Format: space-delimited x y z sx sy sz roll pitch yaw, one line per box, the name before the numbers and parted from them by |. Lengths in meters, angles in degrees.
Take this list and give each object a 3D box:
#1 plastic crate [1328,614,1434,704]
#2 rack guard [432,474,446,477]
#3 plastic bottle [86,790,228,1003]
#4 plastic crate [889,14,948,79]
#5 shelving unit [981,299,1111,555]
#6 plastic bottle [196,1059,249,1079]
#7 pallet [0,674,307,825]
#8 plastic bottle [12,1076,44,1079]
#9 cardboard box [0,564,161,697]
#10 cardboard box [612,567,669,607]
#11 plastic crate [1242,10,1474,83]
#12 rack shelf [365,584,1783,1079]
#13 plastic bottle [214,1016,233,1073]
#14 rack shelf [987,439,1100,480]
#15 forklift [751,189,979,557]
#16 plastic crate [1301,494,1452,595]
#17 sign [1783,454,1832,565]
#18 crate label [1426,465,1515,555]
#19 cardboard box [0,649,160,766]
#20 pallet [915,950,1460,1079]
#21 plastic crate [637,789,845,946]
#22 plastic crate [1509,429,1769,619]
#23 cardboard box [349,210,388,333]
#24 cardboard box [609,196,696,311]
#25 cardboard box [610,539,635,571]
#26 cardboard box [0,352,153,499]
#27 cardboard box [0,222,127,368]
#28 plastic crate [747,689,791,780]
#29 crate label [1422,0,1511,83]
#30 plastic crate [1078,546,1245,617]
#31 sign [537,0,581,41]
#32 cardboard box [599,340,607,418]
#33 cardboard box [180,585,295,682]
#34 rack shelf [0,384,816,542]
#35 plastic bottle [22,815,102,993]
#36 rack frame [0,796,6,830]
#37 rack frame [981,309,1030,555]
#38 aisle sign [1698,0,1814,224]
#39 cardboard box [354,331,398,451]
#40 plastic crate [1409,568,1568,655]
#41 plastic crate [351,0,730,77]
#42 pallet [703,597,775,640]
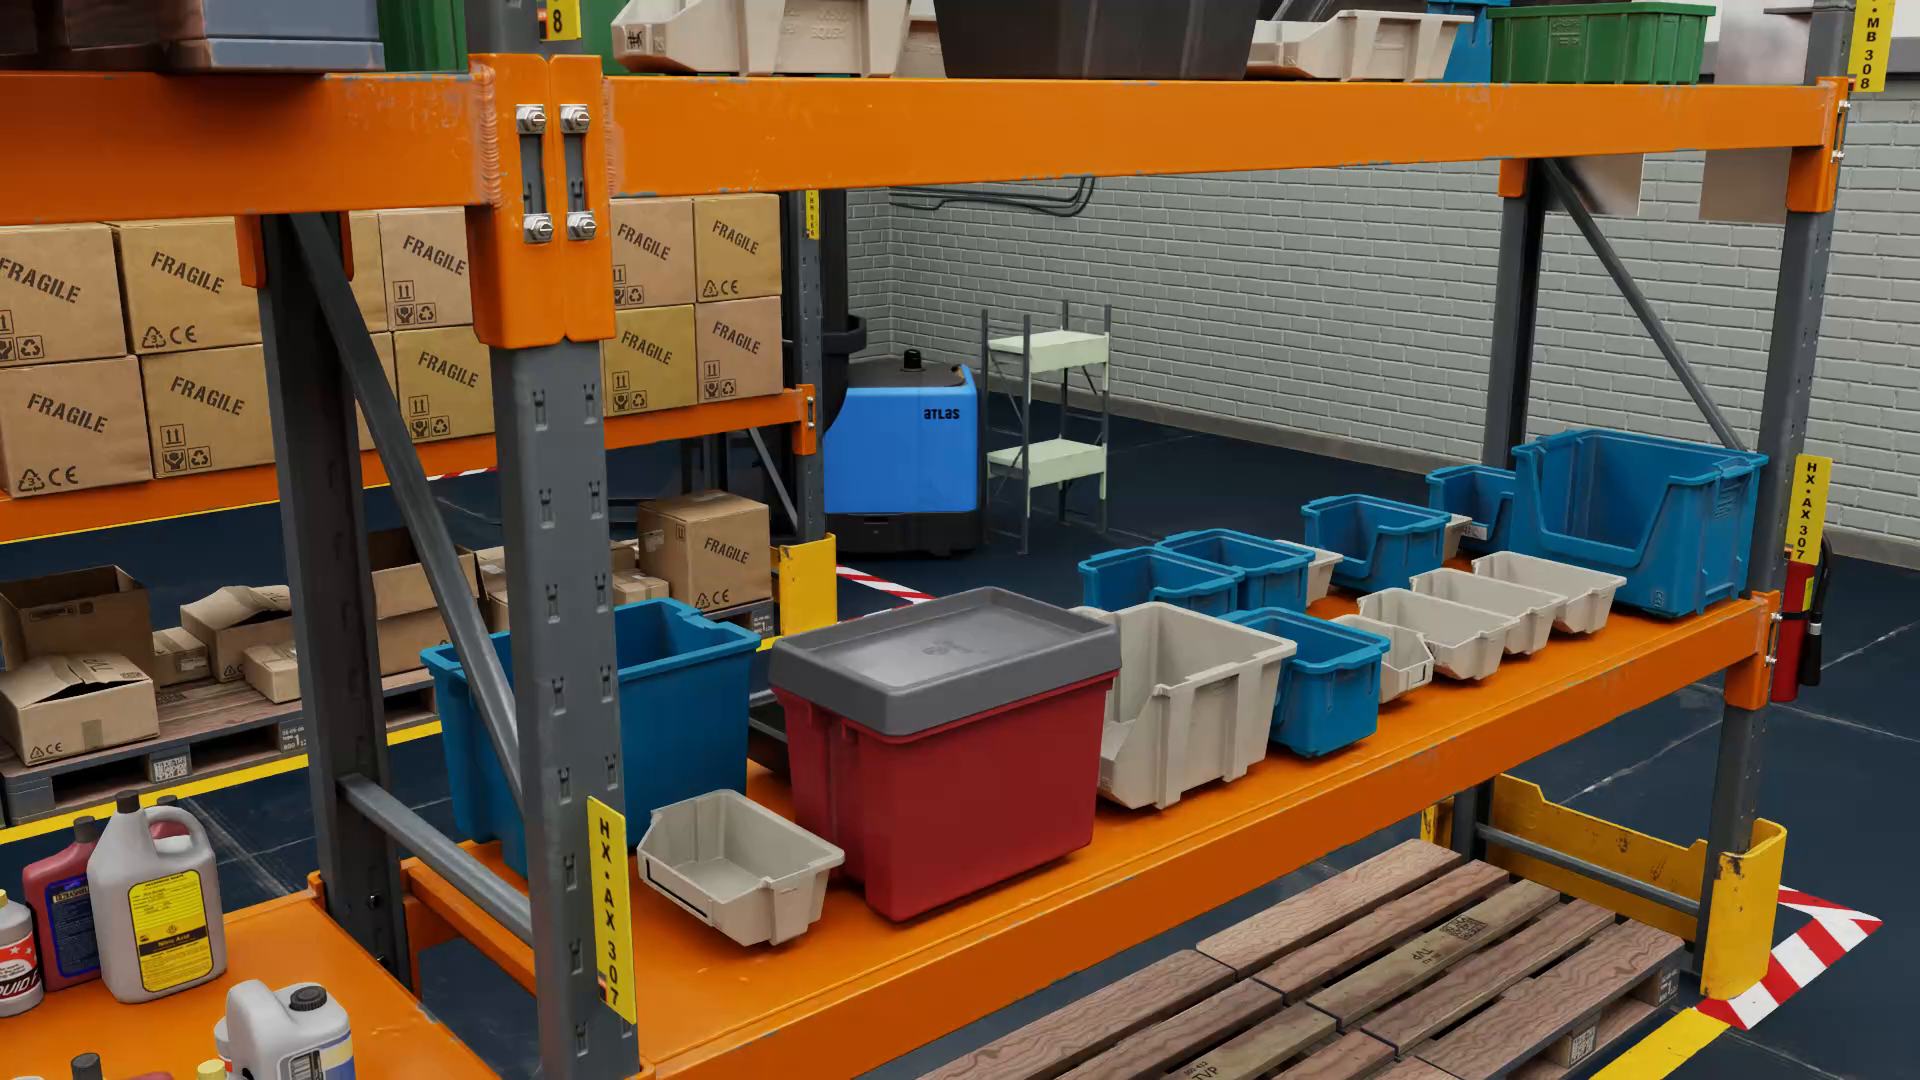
plastic crate | 1.026 0.307 4.182 0.250 0.136 0.298 -13 19 -39
rack guard | -4.330 -0.842 12.932 0.348 0.500 1.175 -13 19 -39
plastic bottle | -1.371 0.588 2.831 0.185 0.351 0.144 -13 19 -39
plastic crate | -0.153 -1.050 3.568 0.466 0.136 0.293 -13 19 -39
shelving unit | 0.544 -0.734 10.593 0.755 1.500 0.431 -14 20 -42
plastic bottle | -1.017 0.812 2.284 0.097 0.201 0.097 0 15 0
pallet | -3.592 0.827 7.244 1.213 0.211 1.003 -13 19 -39
plastic bottle | -1.223 0.813 2.136 0.135 0.276 0.152 -13 19 -39
cardboard box | -3.867 0.439 7.283 0.500 0.500 0.500 -13 19 -39
cardboard box | -1.707 0.266 8.580 0.250 0.166 0.380 -13 19 -39
plastic crate | 0.759 -1.040 3.529 0.530 0.136 0.437 -13 19 -39
rack shelf | 0.647 0.570 4.198 4.000 0.370 1.077 -13 19 -39
plastic bottle | -1.043 0.766 2.456 0.097 0.201 0.097 0 15 0
rack shelf | 0.544 -0.514 10.651 0.686 0.124 0.368 -14 20 -42
forklift | -1.413 -1.406 10.335 3.031 2.935 1.130 -1 15 -2
plastic crate | 1.256 0.025 5.054 0.300 0.233 0.416 -13 19 -39
sign | 2.529 -0.091 4.962 0.005 0.325 0.100 -13 19 -39
crate label | 1.753 -0.087 5.471 0.303 0.233 0.416 -13 19 -39
cardboard box | -3.652 0.654 6.848 0.500 0.311 0.500 -13 19 -39
pallet | 0.588 1.568 4.469 1.213 0.211 1.003 -13 19 -39
plastic crate | -0.417 0.608 3.054 0.243 0.136 0.396 -13 19 -39
plastic crate | 2.025 -0.070 5.013 0.499 0.435 0.616 -13 19 -39
cardboard box | -2.794 -1.135 7.055 0.500 0.500 0.500 -13 20 -41
cardboard box | -1.629 -1.398 8.041 0.500 0.500 0.500 -12 19 -38
cardboard box | -2.067 0.156 8.829 0.500 0.250 0.500 -13 19 -39
cardboard box | -3.548 -0.485 6.561 0.500 0.500 0.500 -12 19 -38
cardboard box | -3.571 -0.960 6.401 0.500 0.500 0.500 -12 19 -38
plastic crate | -0.194 0.423 3.770 0.590 0.125 0.437 -13 19 -39
crate label | 1.247 -1.401 4.656 0.502 0.251 0.408 -13 19 -39
plastic crate | 0.533 0.187 4.446 0.300 0.233 0.416 -13 19 -39
sign | -0.503 -0.785 2.047 0.005 0.325 0.100 -13 19 -39
cardboard box | -2.022 -0.829 7.847 0.500 0.500 0.500 -12 19 -39
cardboard box | -3.302 0.404 7.783 0.500 0.311 0.500 -13 19 -39
rack shelf | -2.602 -0.395 7.811 4.000 0.370 1.077 -13 19 -39
plastic bottle | -1.520 0.619 2.846 0.133 0.283 0.061 -13 19 -39
rack frame | -4.111 -0.404 6.450 0.127 3.000 1.000 -13 19 -39
rack frame | 0.278 -0.669 10.350 0.023 1.500 0.400 -14 20 -42
aisle sign | 2.402 -1.328 4.870 0.004 0.787 0.394 -13 19 -39
cardboard box | -2.785 -0.657 7.204 0.500 0.500 0.500 -13 20 -40
plastic crate | 1.431 0.202 4.578 0.243 0.136 0.396 -13 19 -39
plastic crate | -0.741 -0.916 2.966 0.662 0.188 0.450 -13 19 -39
pallet | -1.752 0.414 8.792 1.213 0.211 1.003 -13 19 -39
